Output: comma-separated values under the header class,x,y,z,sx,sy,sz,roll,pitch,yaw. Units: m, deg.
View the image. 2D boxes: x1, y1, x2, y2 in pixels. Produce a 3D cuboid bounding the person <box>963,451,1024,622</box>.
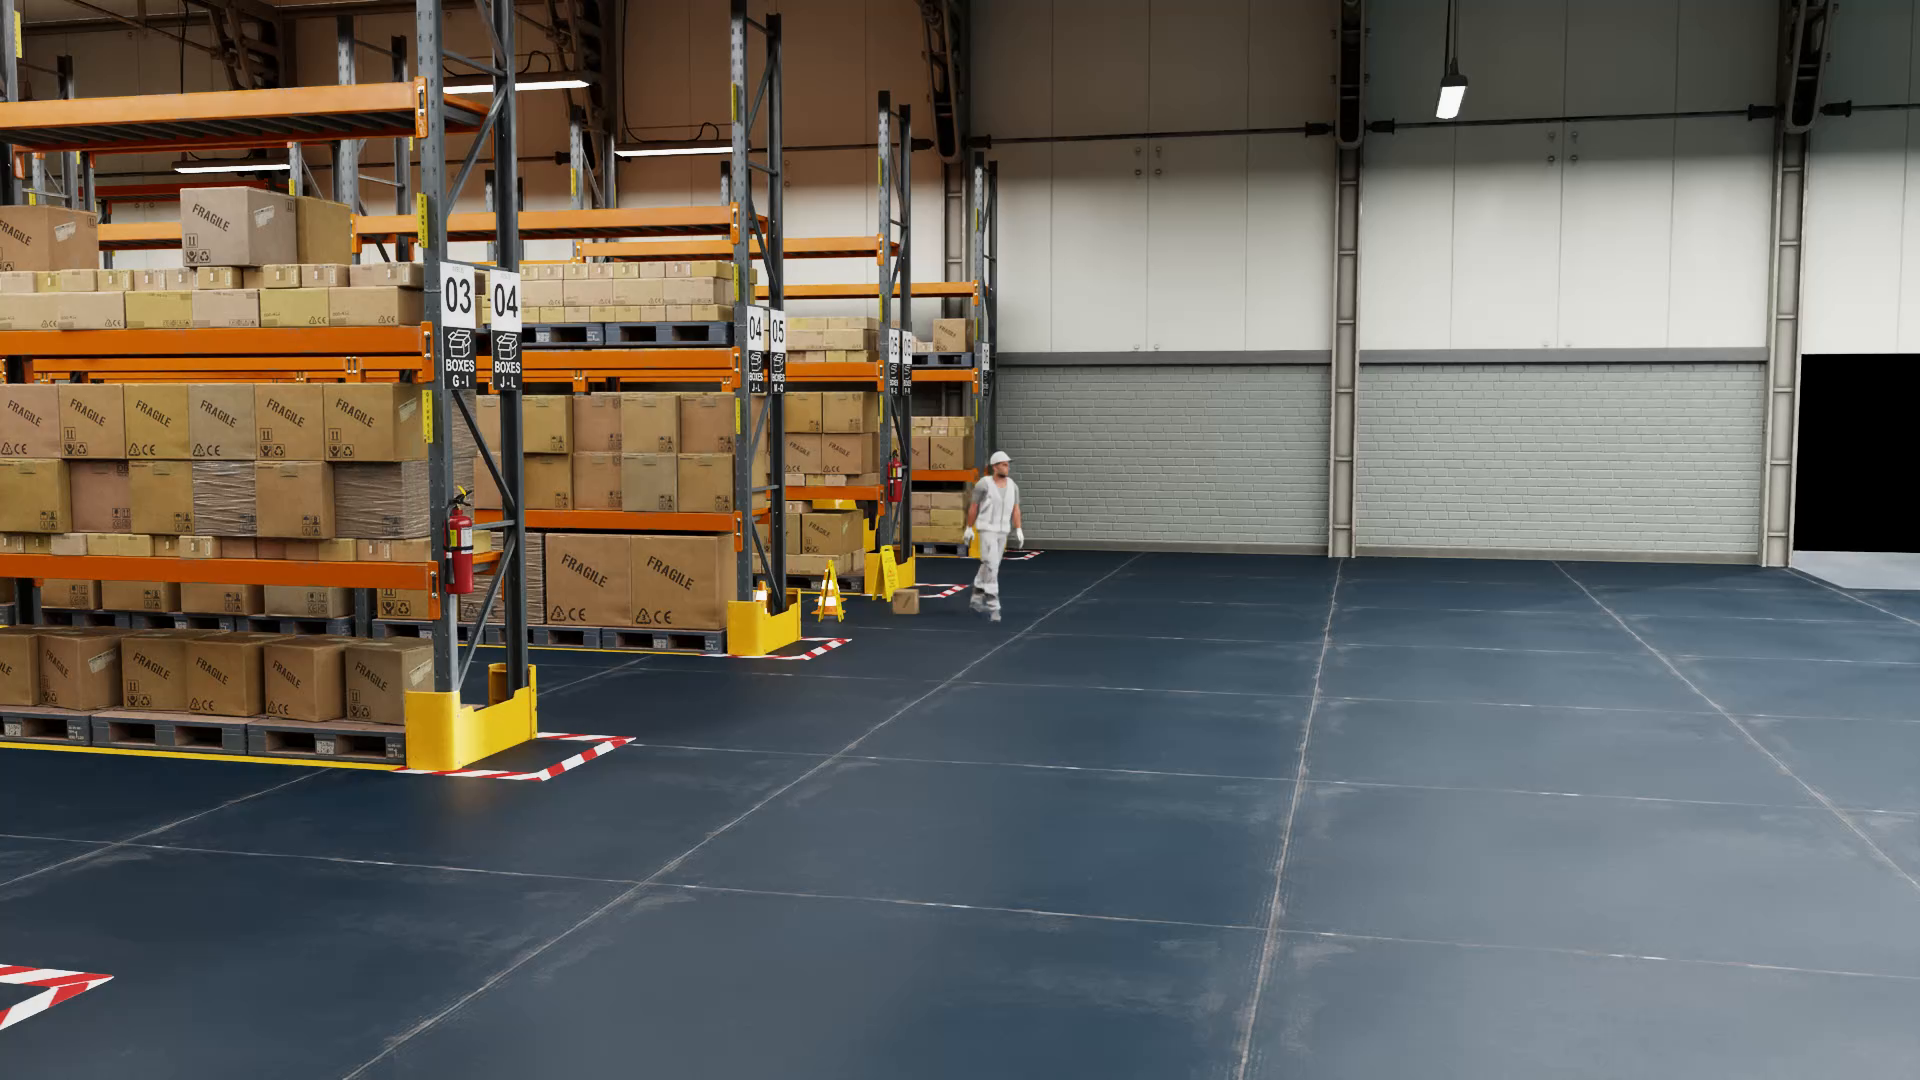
class,x,y,z,sx,sy,sz,roll,pitch,yaw
person,0.366,-0.050,18.005,0.571,1.821,0.701,-4,6,-38
